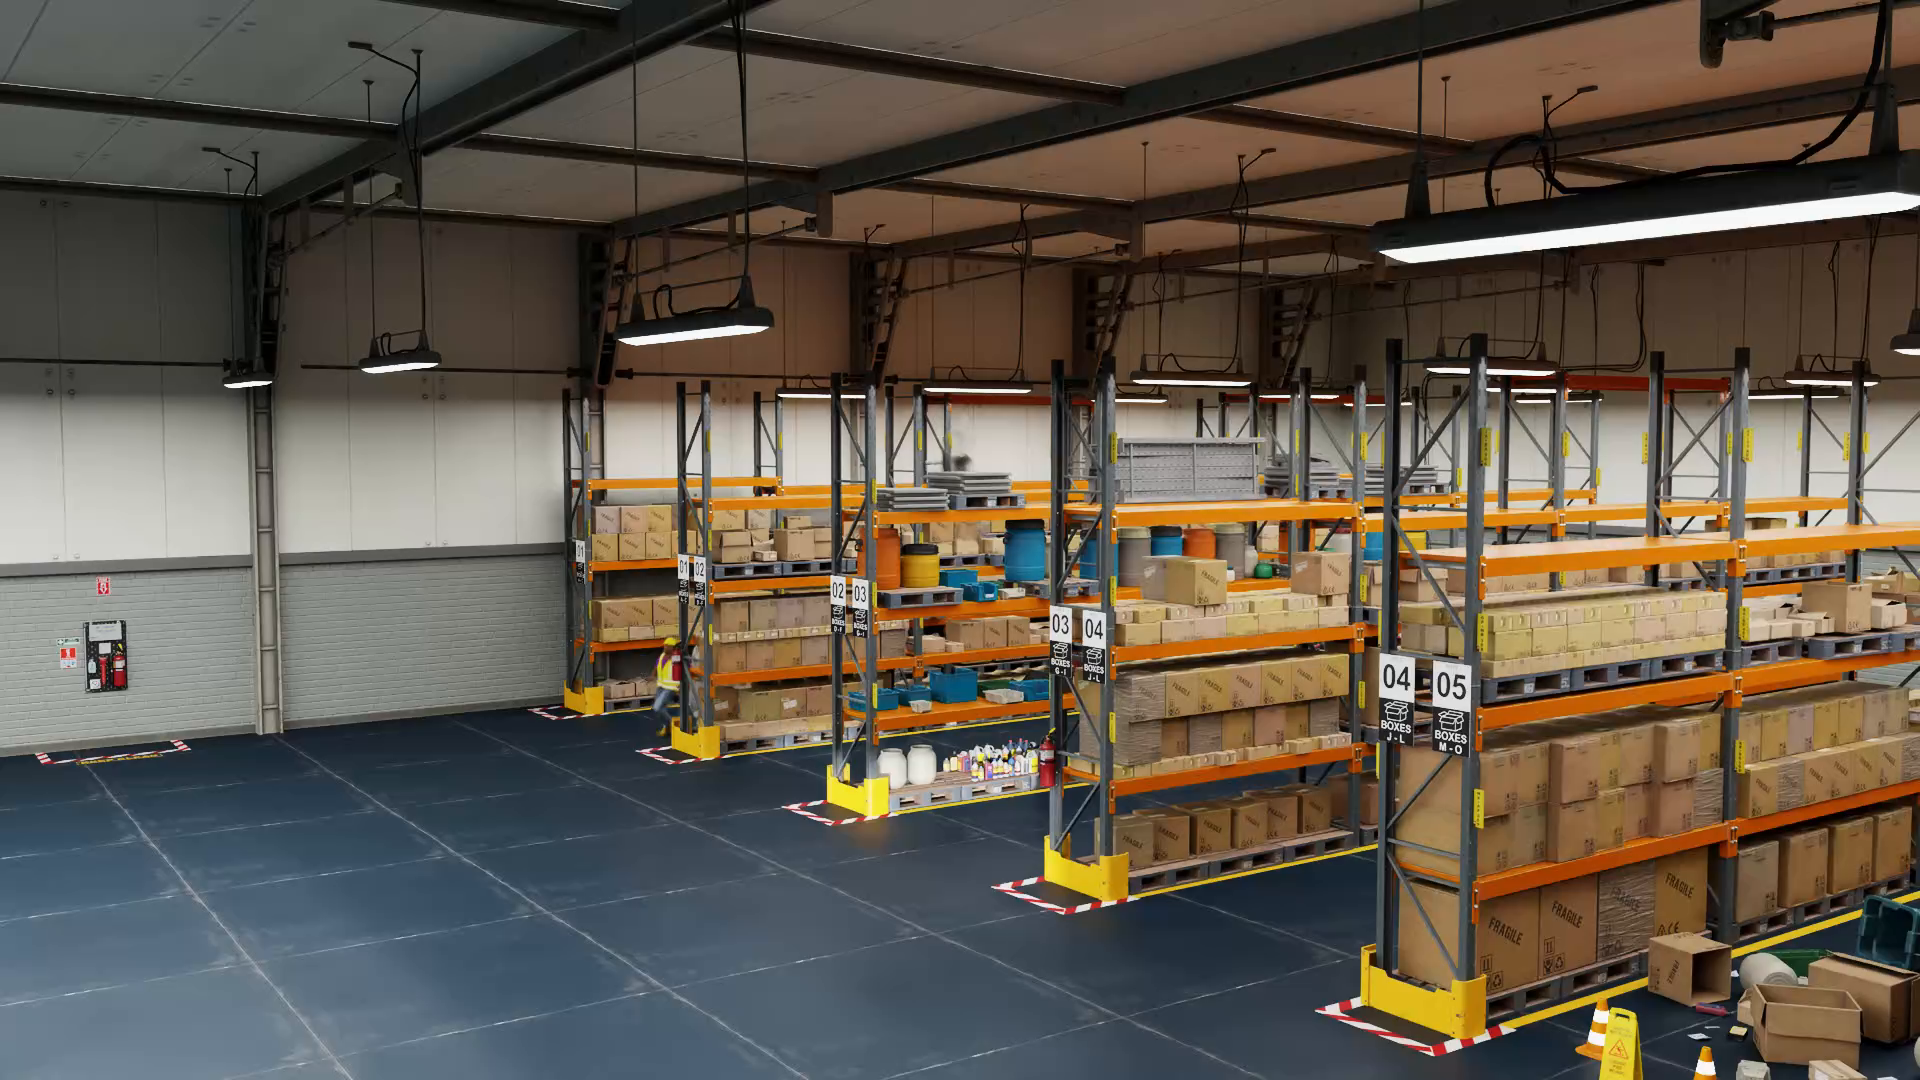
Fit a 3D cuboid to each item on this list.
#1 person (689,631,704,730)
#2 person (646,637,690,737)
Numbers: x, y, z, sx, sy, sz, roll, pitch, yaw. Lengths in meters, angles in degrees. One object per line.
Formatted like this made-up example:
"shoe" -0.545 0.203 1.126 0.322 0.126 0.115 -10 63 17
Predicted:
"person" -4.517 2.439 28.887 0.608 1.739 0.654 -3 5 -40
"person" -4.964 2.495 28.145 0.765 1.706 0.588 3 5 40
